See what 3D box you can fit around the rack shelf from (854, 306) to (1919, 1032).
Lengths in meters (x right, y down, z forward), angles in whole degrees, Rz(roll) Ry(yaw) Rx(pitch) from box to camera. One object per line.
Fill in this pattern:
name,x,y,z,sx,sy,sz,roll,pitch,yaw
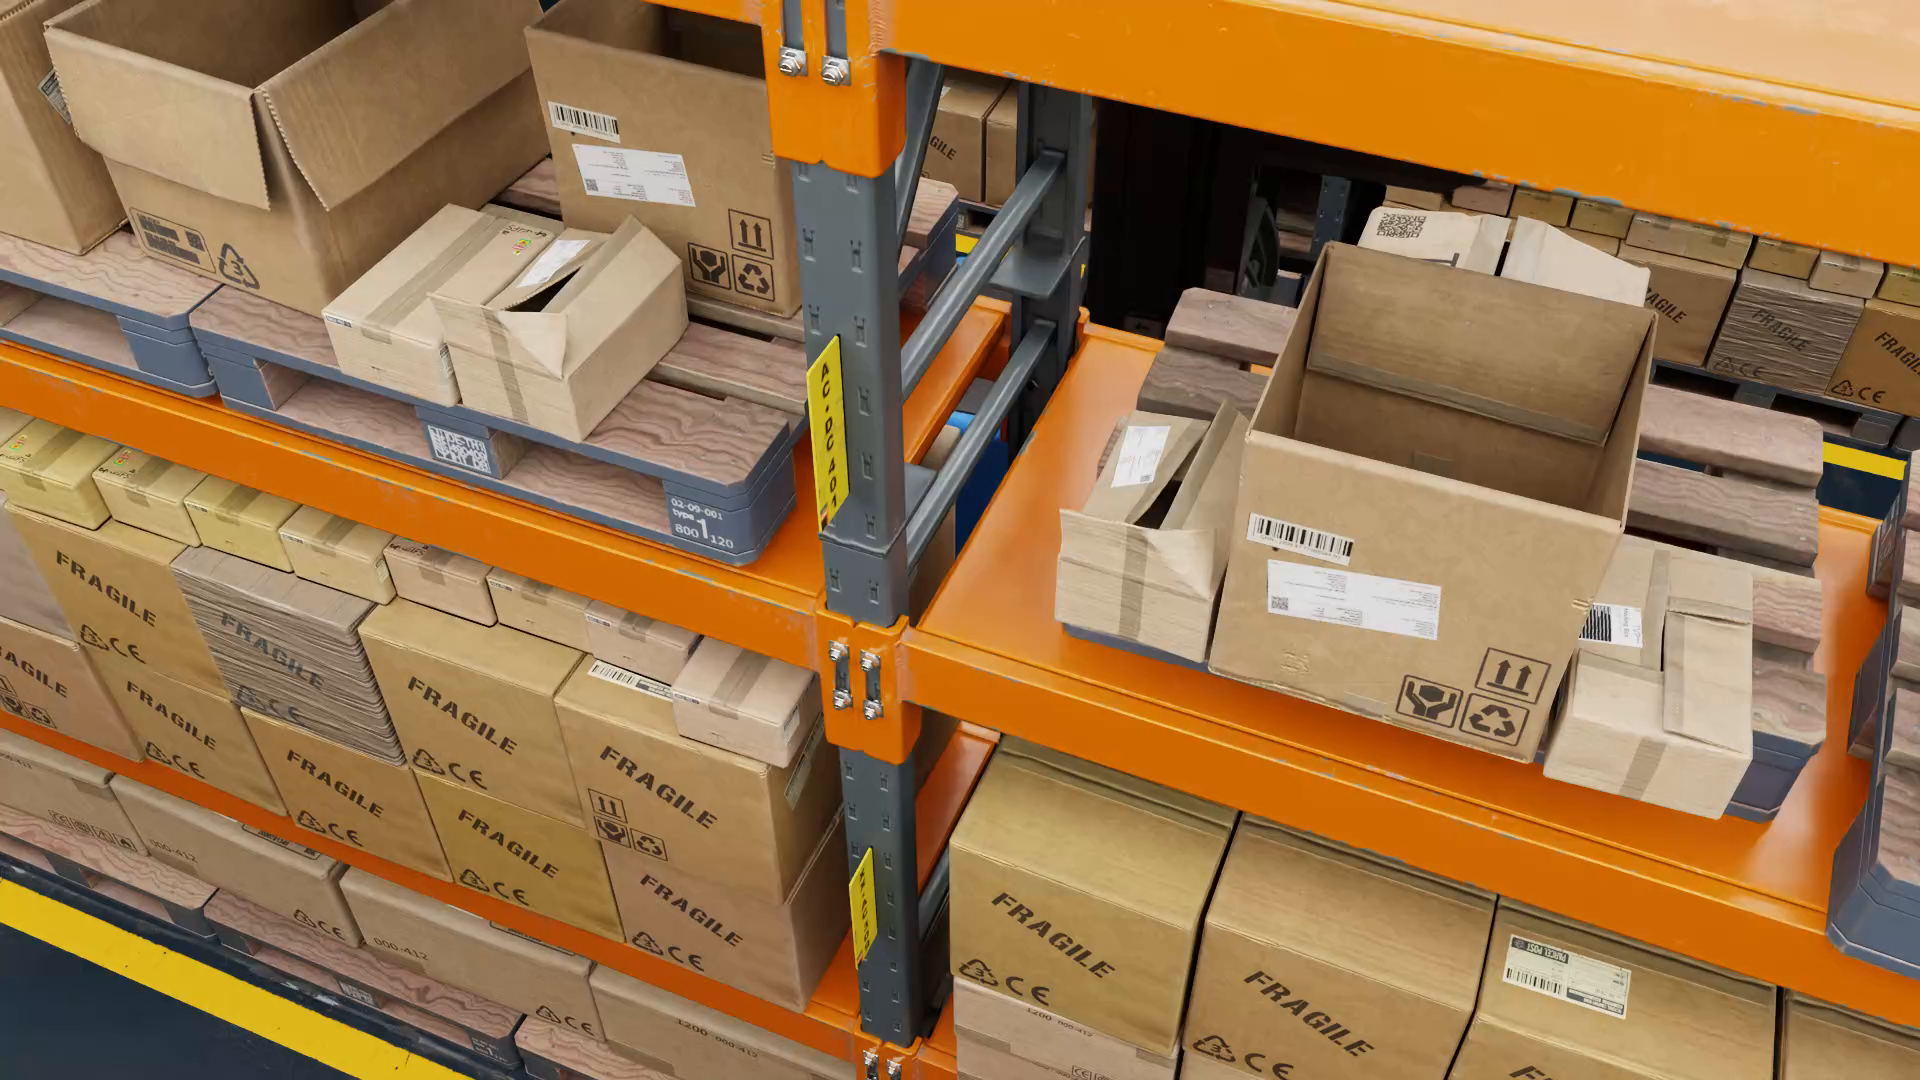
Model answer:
rack shelf,1.855,0.489,2.855,4.000,0.370,1.077,16,47,16

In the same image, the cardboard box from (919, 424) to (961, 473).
cardboard box,-0.182,-0.121,3.844,0.250,0.149,0.380,16,47,15

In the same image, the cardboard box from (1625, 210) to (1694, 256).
cardboard box,3.146,-1.456,7.440,0.250,0.149,0.380,16,47,16

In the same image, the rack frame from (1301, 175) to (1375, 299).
rack frame,1.917,-2.478,7.453,0.127,3.000,1.000,16,47,16

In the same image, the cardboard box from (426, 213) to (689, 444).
cardboard box,-0.704,-0.411,2.976,0.258,0.266,0.396,18,48,17

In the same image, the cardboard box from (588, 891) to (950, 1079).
cardboard box,-0.529,1.273,5.202,0.875,0.438,0.875,16,47,15

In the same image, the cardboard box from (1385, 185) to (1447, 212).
cardboard box,2.145,-1.700,7.686,0.250,0.149,0.380,19,48,18

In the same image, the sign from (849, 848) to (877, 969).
sign,-0.203,0.781,3.508,0.005,0.325,0.100,16,47,16

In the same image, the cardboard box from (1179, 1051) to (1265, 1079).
cardboard box,0.799,1.056,3.653,0.500,0.250,0.500,17,47,16

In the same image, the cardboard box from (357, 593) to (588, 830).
cardboard box,-0.998,0.272,3.909,0.500,0.500,0.500,16,47,15

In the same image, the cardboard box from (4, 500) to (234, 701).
cardboard box,-1.931,-0.001,4.184,0.500,0.500,0.500,17,47,16

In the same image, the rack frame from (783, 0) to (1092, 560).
rack frame,0.009,-1.373,2.089,0.127,3.000,1.000,16,47,16

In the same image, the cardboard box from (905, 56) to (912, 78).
cardboard box,-0.473,-2.342,8.791,0.500,0.500,0.700,18,48,17

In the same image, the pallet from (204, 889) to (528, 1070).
pallet,-1.793,1.155,5.779,1.213,0.211,1.003,16,47,16

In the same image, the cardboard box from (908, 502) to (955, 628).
cardboard box,-0.337,0.077,4.105,0.500,0.500,0.500,17,47,16

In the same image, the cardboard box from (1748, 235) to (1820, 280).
cardboard box,3.635,-1.332,7.316,0.250,0.149,0.380,17,47,16

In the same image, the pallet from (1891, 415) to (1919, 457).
pallet,4.934,-0.631,7.574,1.213,0.211,1.003,16,47,16

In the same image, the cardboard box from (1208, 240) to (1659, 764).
cardboard box,0.711,-0.066,2.533,0.500,0.500,0.500,16,47,15

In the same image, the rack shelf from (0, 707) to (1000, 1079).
rack shelf,-1.837,0.466,5.004,4.000,0.370,1.077,16,47,16

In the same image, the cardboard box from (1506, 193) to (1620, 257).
cardboard box,2.772,-1.325,7.769,0.500,0.500,0.500,16,47,15

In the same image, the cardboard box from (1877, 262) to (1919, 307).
cardboard box,4.109,-1.177,7.160,0.250,0.149,0.380,16,47,15

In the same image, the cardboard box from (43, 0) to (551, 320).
cardboard box,-1.248,-0.876,3.274,0.637,0.503,0.797,20,48,19

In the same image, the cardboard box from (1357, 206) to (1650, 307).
cardboard box,0.903,-0.324,2.927,0.500,0.311,0.500,16,47,16

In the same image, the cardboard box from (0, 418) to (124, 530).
cardboard box,-2.046,-0.227,3.951,0.250,0.149,0.380,15,47,15

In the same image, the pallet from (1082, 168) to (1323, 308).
pallet,1.283,-1.677,8.625,1.213,0.211,1.003,16,47,16

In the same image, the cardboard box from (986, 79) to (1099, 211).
cardboard box,0.485,-2.060,8.507,0.500,0.500,0.700,15,47,14

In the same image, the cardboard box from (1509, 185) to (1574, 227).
cardboard box,2.672,-1.613,7.598,0.250,0.149,0.380,14,47,14

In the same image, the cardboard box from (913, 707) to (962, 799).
cardboard box,-0.323,0.420,4.469,0.500,0.500,0.500,18,48,17

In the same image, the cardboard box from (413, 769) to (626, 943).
cardboard box,-0.994,0.623,4.266,0.500,0.500,0.500,15,47,15

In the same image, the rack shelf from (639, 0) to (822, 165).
rack shelf,-1.837,-1.519,3.029,4.000,0.370,1.077,16,47,16

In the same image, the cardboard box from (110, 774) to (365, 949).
cardboard box,-2.187,0.784,5.693,0.875,0.438,0.875,18,47,17

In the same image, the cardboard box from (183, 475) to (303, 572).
cardboard box,-1.553,-0.131,3.854,0.250,0.149,0.380,15,47,15

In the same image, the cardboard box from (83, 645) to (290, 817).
cardboard box,-1.941,0.344,4.546,0.500,0.500,0.500,18,48,17

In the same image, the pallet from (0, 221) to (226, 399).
pallet,-1.864,-0.839,3.742,1.213,0.211,1.003,16,47,16

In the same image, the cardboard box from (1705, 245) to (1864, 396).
cardboard box,3.707,-1.042,7.484,0.500,0.500,0.500,15,47,14

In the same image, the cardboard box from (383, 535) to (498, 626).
cardboard box,-1.066,-0.016,3.739,0.250,0.149,0.380,16,47,16

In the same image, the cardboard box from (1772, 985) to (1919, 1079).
cardboard box,1.726,1.065,3.112,0.500,0.500,0.500,16,47,15

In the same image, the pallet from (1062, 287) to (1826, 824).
pallet,0.874,-0.025,2.996,1.217,0.209,0.805,15,47,14

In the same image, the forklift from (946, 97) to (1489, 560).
forklift,1.217,-0.808,5.823,3.031,2.935,1.130,12,46,12

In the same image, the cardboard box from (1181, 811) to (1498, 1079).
cardboard box,0.785,0.791,3.388,0.500,0.500,0.500,16,47,16

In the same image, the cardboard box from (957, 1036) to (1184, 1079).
cardboard box,0.314,1.098,3.965,0.500,0.250,0.500,15,47,15

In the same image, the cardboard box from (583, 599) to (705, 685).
cardboard box,-0.599,0.115,3.607,0.250,0.149,0.380,17,47,17
